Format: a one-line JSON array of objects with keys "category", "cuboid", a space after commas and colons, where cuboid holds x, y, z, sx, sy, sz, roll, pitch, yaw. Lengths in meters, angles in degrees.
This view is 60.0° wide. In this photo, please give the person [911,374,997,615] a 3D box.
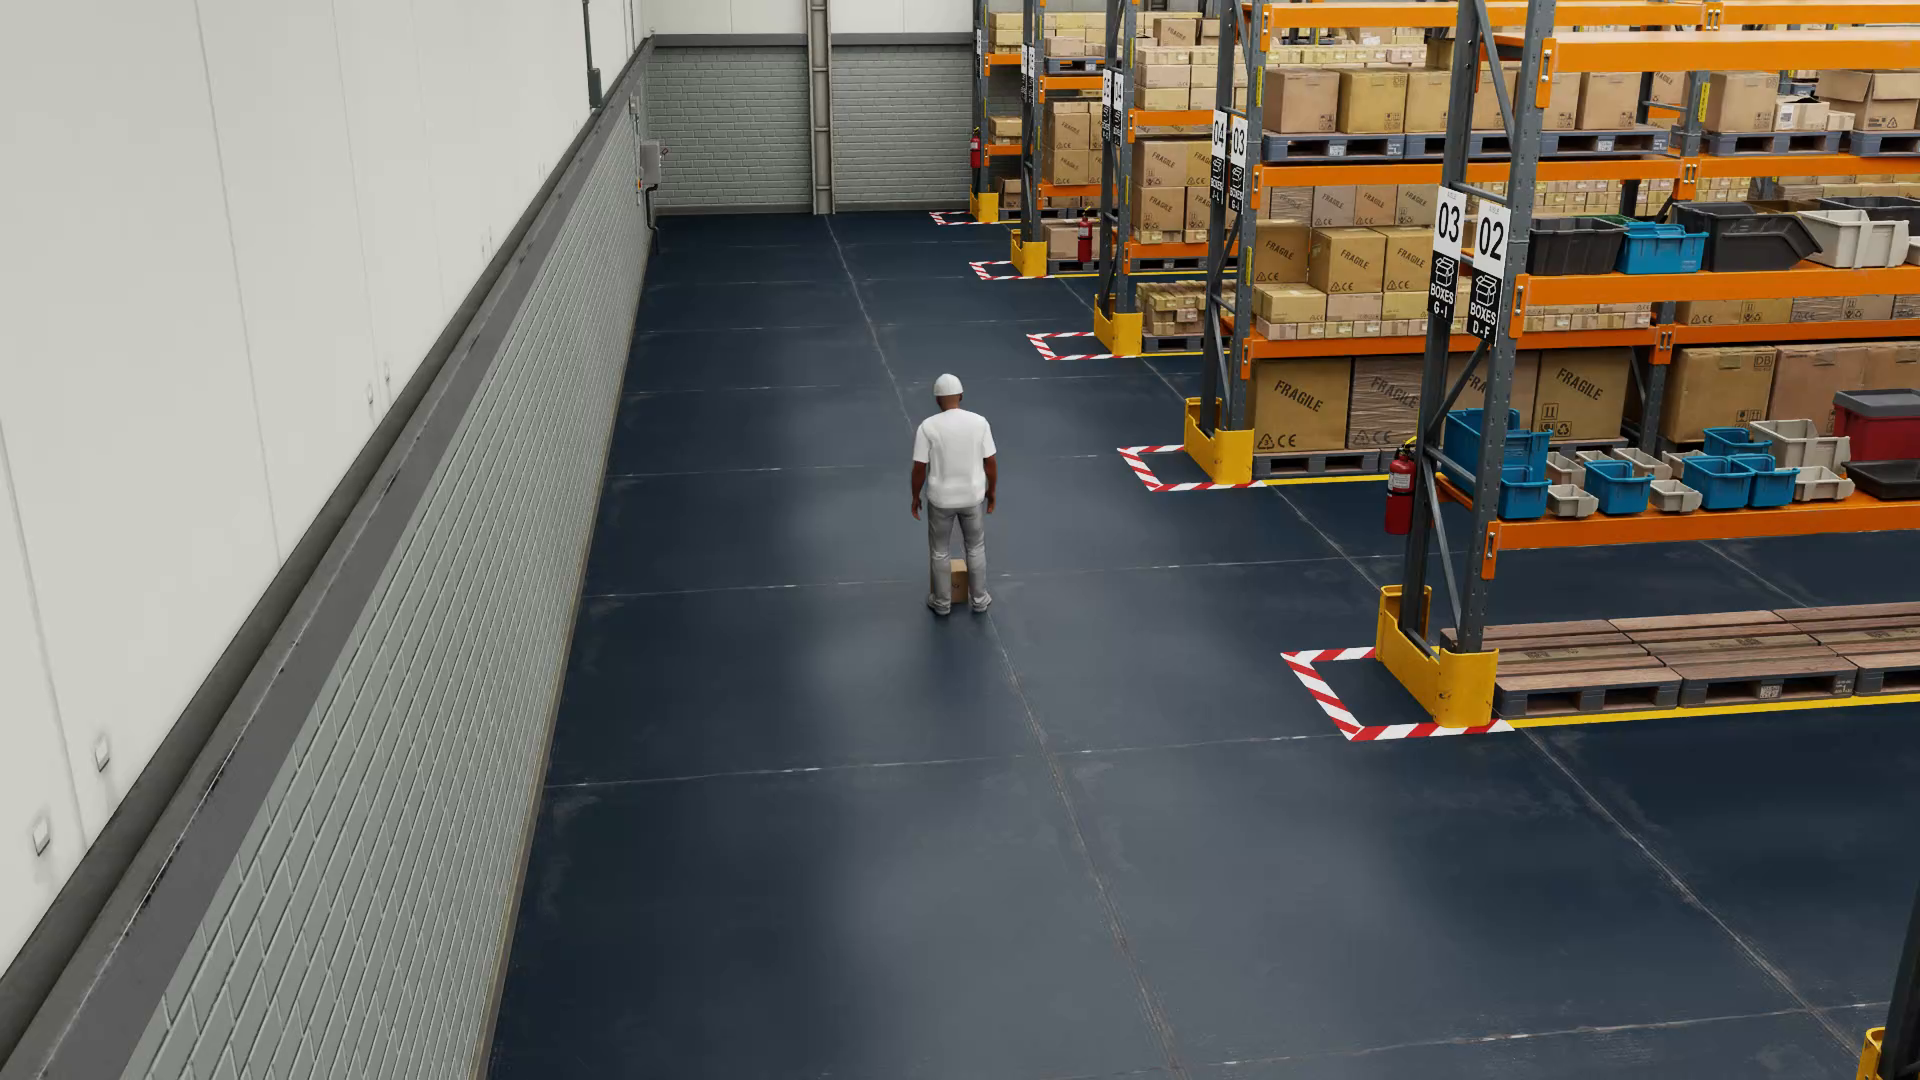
[{"category": "person", "cuboid": [-0.046, -0.323, 11.941, 0.633, 1.759, 0.462, -4, 20, -11]}]
